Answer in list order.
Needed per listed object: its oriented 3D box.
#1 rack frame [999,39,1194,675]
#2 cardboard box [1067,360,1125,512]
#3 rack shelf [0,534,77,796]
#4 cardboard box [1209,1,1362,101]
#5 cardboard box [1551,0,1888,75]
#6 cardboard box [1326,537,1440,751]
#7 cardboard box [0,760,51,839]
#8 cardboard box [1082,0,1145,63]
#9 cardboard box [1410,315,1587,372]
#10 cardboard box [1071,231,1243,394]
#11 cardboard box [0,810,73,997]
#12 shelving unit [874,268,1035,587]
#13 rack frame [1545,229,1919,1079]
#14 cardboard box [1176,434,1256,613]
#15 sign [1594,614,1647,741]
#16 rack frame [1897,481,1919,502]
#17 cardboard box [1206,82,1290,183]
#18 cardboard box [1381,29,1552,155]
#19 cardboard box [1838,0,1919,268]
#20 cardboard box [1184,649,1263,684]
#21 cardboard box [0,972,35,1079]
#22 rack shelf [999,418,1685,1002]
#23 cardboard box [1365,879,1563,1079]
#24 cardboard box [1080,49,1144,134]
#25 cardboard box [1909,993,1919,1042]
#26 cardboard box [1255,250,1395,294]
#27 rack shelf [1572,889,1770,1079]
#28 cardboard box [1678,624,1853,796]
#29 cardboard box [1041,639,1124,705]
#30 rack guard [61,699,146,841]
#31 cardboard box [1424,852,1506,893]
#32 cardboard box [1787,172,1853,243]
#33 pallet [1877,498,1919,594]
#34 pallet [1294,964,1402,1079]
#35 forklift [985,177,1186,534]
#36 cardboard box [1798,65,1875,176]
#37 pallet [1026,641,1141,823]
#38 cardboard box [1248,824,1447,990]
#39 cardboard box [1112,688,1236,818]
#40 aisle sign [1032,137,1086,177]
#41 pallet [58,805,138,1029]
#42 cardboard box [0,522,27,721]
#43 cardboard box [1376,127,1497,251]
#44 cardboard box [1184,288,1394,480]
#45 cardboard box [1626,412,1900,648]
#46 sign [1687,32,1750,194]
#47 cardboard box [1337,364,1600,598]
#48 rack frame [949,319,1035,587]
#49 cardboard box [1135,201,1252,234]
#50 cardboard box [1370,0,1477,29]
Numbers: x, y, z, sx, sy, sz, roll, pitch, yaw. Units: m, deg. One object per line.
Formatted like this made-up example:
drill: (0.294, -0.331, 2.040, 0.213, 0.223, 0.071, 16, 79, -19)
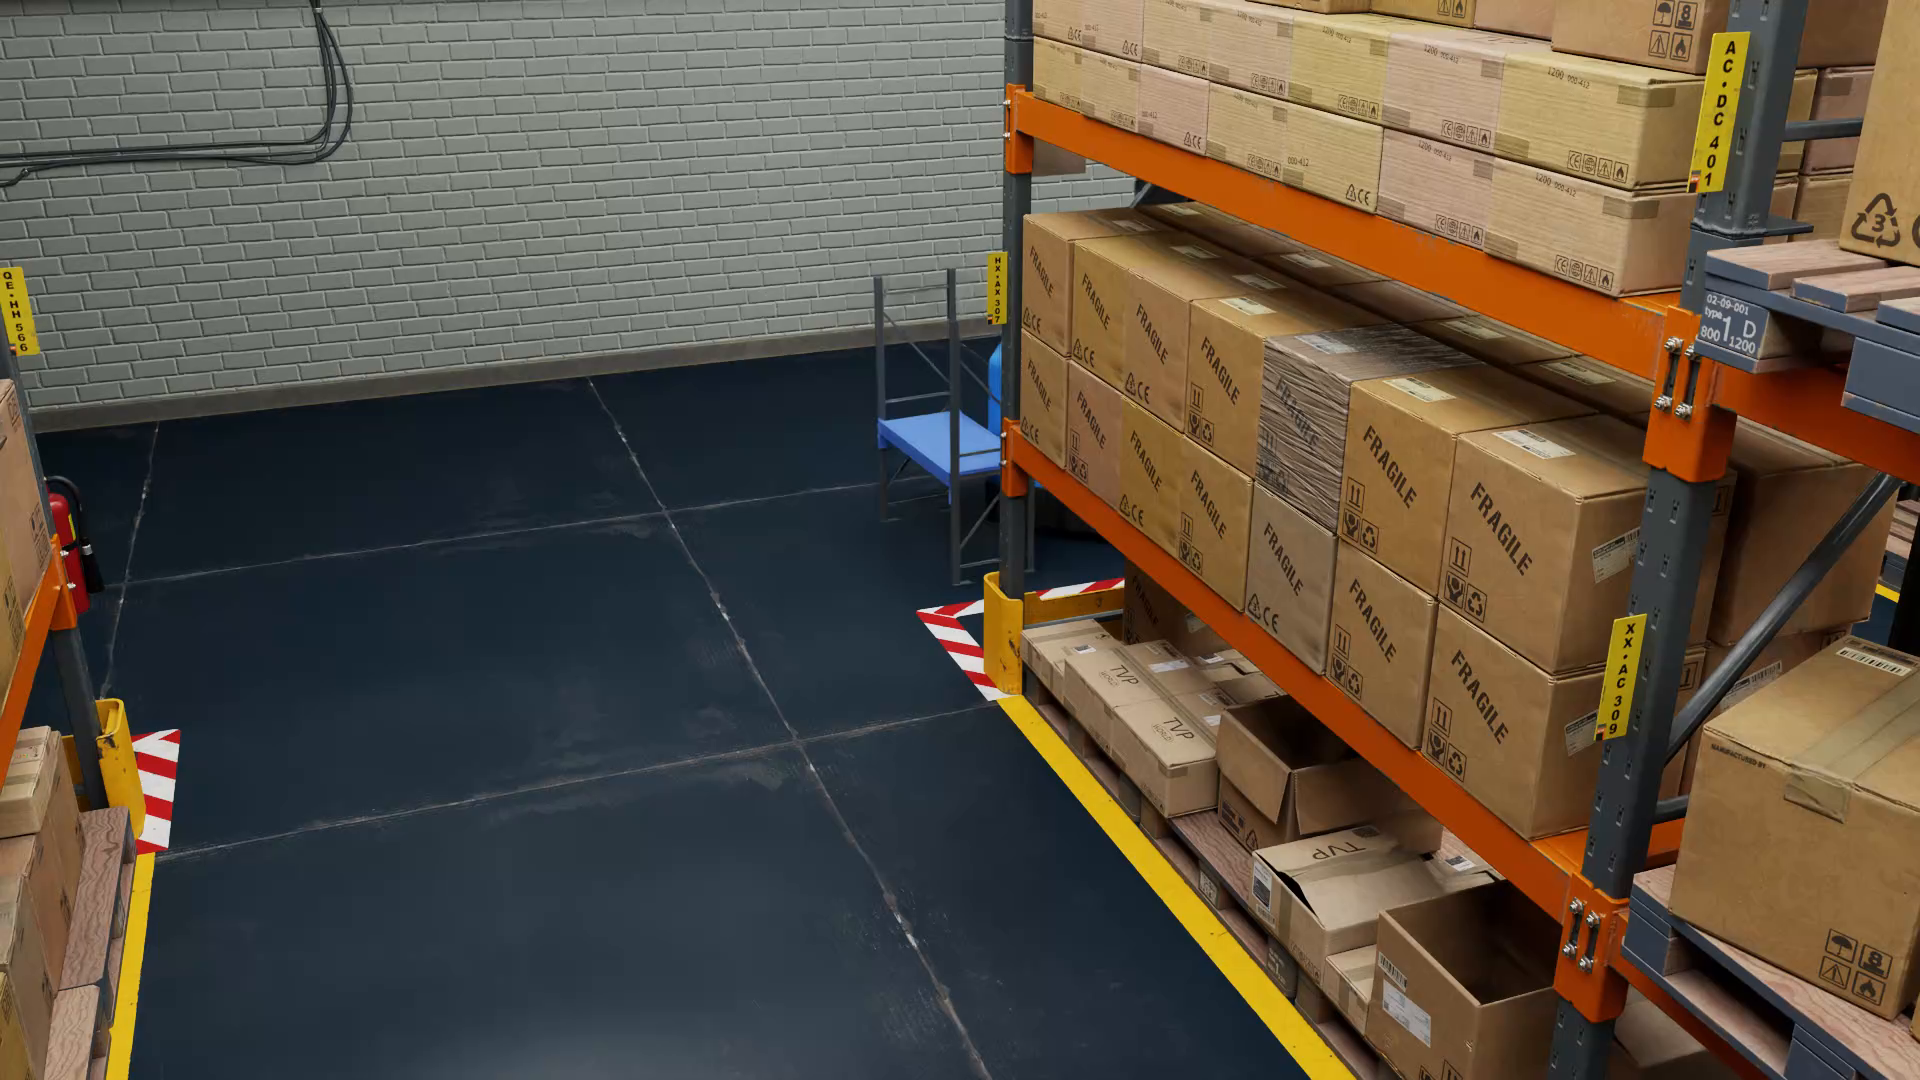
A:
rack frame: (0.677, -0.800, 7.787, 1.000, 3.000, 0.127, -8, 24, -19)
cardboard box: (0.775, -0.462, 6.856, 0.500, 0.500, 0.500, -9, 24, -20)
rack shelf: (-3.249, 0.939, 4.586, 1.077, 0.370, 4.000, -8, 24, -19)
cardboard box: (1.141, -1.576, 5.314, 0.500, 0.250, 0.500, -8, 24, -19)
cardboard box: (1.883, -1.407, 3.949, 0.700, 0.500, 0.500, -8, 24, -19)
cardboard box: (1.490, 0.273, 5.110, 0.500, 0.500, 0.500, -8, 24, -17)
cardboard box: (-3.308, 0.895, 5.606, 0.380, 0.149, 0.250, -8, 24, -18)
cardboard box: (0.785, -1.939, 6.175, 0.500, 0.250, 0.500, -8, 24, -19)
cardboard box: (1.823, -0.438, 5.510, 0.500, 0.500, 0.500, -9, 25, -21)
cardboard box: (0.779, -0.921, 6.656, 0.500, 0.500, 0.500, -8, 24, -18)
cardboard box: (-3.438, 1.262, 5.573, 0.700, 0.500, 0.500, -8, 24, -19)
shelving unit: (-0.038, -0.659, 9.379, 0.538, 1.500, 1.048, -11, 25, -23)
rack frame: (2.090, 0.653, 4.338, 1.000, 3.000, 0.127, -8, 24, -19)
cardboard box: (1.124, -0.098, 5.991, 0.500, 0.500, 0.500, -8, 24, -18)
sign: (1.585, 0.331, 3.987, 0.100, 0.325, 0.005, -8, 24, -19)
rack frame: (5.313, -1.479, 9.396, 1.000, 3.000, 0.127, -8, 24, -19)
cardboard box: (1.146, -1.346, 5.413, 0.500, 0.250, 0.500, -8, 24, -19)
cardboard box: (1.491, -1.212, 4.451, 0.500, 0.250, 0.500, -8, 24, -19)
cardboard box: (2.199, -0.822, 3.177, 0.600, 0.600, 0.600, -11, 25, -24)
cardboard box: (1.159, 0.626, 7.485, 0.380, 0.166, 0.250, -8, 24, -19)
cardboard box: (-3.064, 1.637, 4.682, 0.700, 0.500, 0.500, -8, 24, -18)
rack shelf: (1.384, 0.258, 6.202, 1.077, 0.370, 4.000, -8, 24, -19)
cardboard box: (1.624, 1.434, 5.137, 0.500, 0.500, 0.500, -8, 24, -19)
cardboard box: (0.786, -1.708, 6.272, 0.500, 0.250, 0.500, -8, 24, -19)
cardboard box: (2.351, 0.857, 3.184, 0.700, 0.500, 0.500, -5, 23, -11)
cardboard box: (1.459, -0.812, 6.398, 0.500, 0.500, 0.500, -8, 24, -18)
rack shelf: (2.797, 1.711, 2.754, 1.077, 0.370, 4.000, -8, 24, -19)
cardboard box: (2.165, 0.384, 4.847, 0.500, 0.500, 0.500, -8, 24, -18)
cardboard box: (0.592, 0.593, 7.563, 0.380, 0.166, 0.250, -8, 24, -19)
rack guard: (-3.964, 1.024, 6.677, 1.175, 0.500, 0.348, -8, 24, -19)
cardboard box: (1.830, 1.261, 5.978, 0.380, 0.166, 0.250, -8, 24, -19)
cardboard box: (2.150, -0.871, 4.285, 0.500, 0.250, 0.500, -8, 24, -19)
pallet: (5.568, 0.111, 9.214, 1.003, 0.211, 1.213, -8, 24, -19)
pallet: (1.849, 1.689, 5.472, 1.003, 0.211, 1.213, -8, 24, -19)
forklift: (1.720, -1.470, 9.464, 3.031, 2.935, 1.130, 5, 23, 11)
cardboard box: (2.151, -1.101, 4.188, 0.500, 0.250, 0.500, -8, 24, -19)
pallet: (0.987, 0.802, 7.576, 1.003, 0.211, 1.213, -8, 24, -19)
cardboard box: (1.359, 1.249, 5.821, 0.500, 0.311, 0.500, -8, 24, -19)
cardboard box: (0.957, 0.864, 6.812, 0.500, 0.250, 0.500, -8, 24, -19)
aisle sign: (0.379, -1.983, 7.245, 0.394, 0.787, 0.004, -8, 24, -19)
pallet: (-3.600, 1.446, 6.049, 1.003, 0.211, 1.213, -8, 24, -19)
cardboard box: (-3.499, 0.189, 5.053, 0.980, 0.700, 0.700, -9, 24, -19)
cardboard box: (1.503, -0.983, 4.552, 0.500, 0.250, 0.500, -8, 24, -19)
cardboard box: (1.132, -0.554, 5.786, 0.500, 0.500, 0.500, -9, 24, -19)
cardboard box: (2.187, -0.064, 4.623, 0.500, 0.500, 0.500, -8, 24, -18)
sign: (1.585, -0.890, 3.472, 0.100, 0.325, 0.005, -8, 24, -19)
cardboard box: (1.486, -0.188, 4.917, 0.500, 0.500, 0.500, -9, 24, -20)
rack frame: (0.179, -0.480, 8.956, 0.500, 1.500, 0.032, -11, 25, -23)
cardboard box: (1.092, -1.183, 7.279, 0.500, 0.500, 0.500, -9, 24, -19)
cardboard box: (1.657, -1.789, 4.855, 0.700, 0.500, 0.500, -8, 24, -19)
